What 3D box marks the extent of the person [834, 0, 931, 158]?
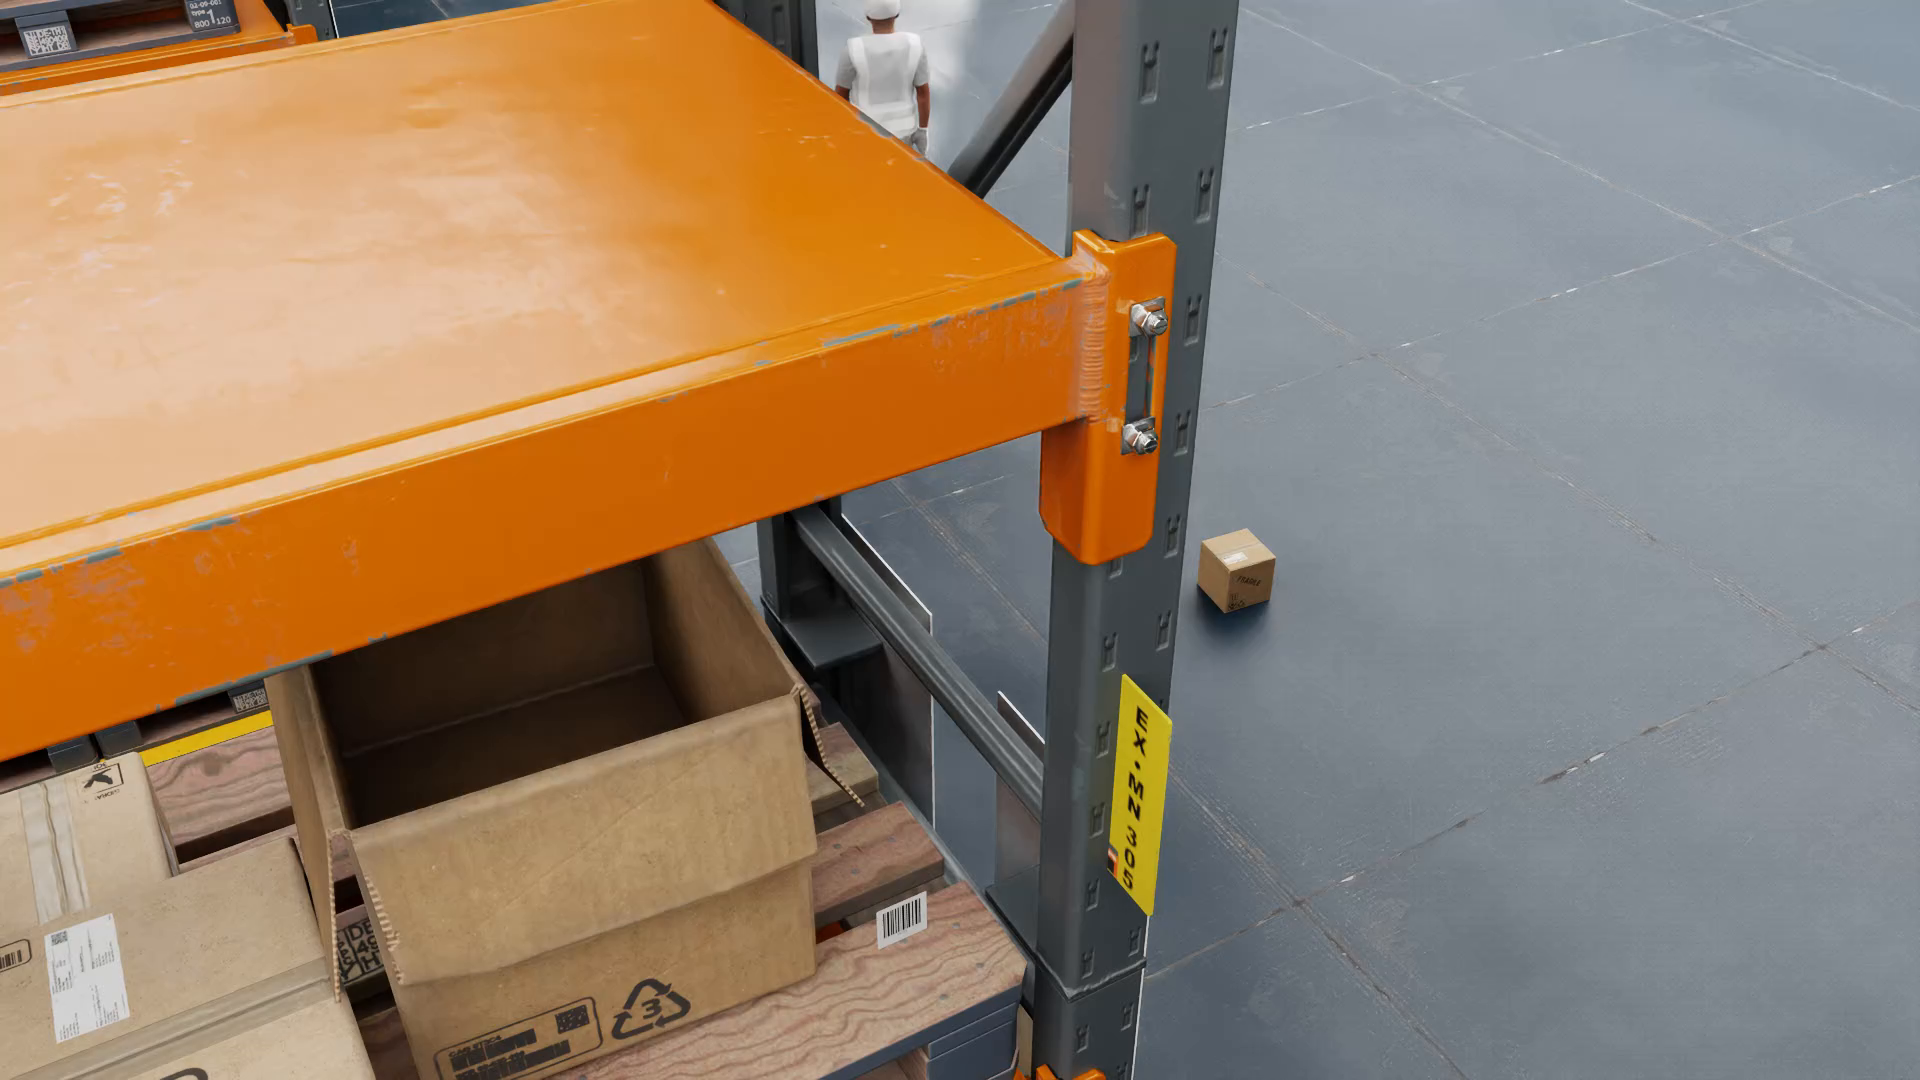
[{"bbox_3d":[-0.490,-2.517,10.038,0.552,1.743,1.028,-13,38,-17],"label":"person"}]
